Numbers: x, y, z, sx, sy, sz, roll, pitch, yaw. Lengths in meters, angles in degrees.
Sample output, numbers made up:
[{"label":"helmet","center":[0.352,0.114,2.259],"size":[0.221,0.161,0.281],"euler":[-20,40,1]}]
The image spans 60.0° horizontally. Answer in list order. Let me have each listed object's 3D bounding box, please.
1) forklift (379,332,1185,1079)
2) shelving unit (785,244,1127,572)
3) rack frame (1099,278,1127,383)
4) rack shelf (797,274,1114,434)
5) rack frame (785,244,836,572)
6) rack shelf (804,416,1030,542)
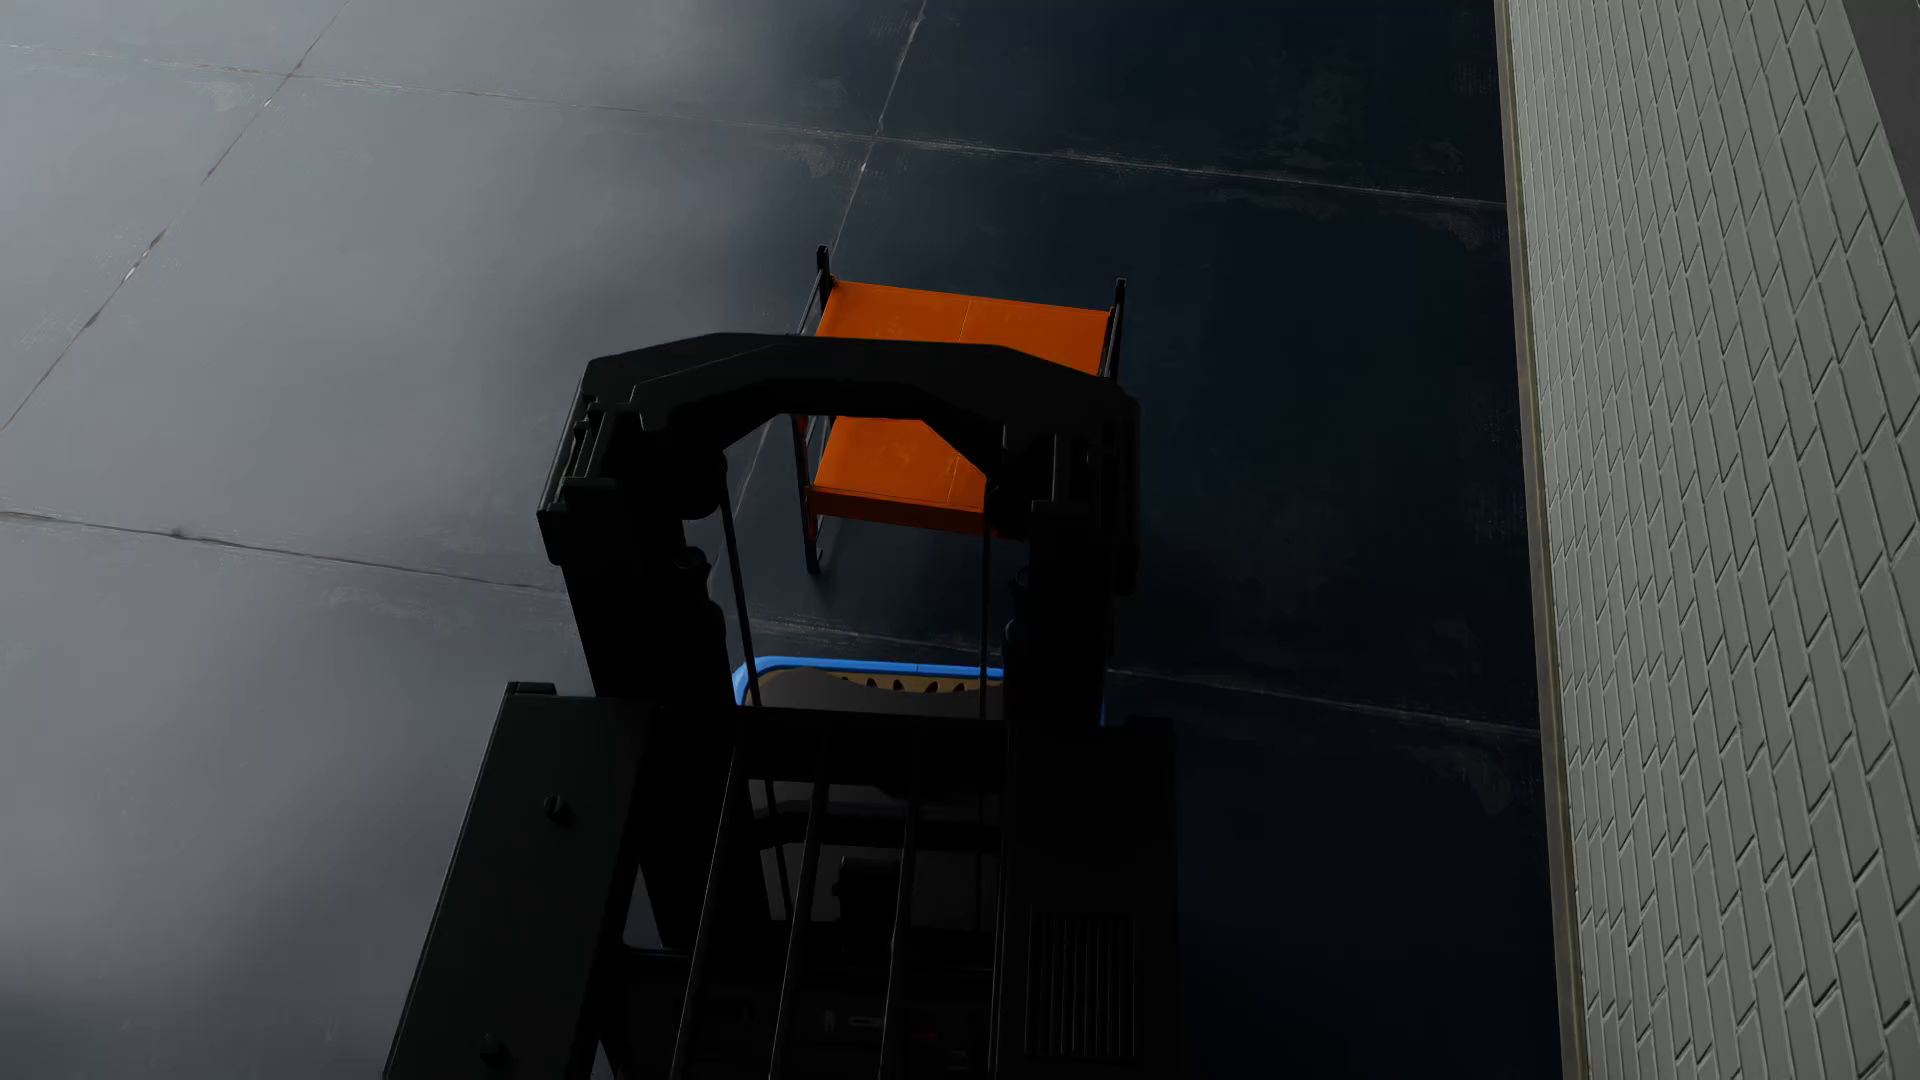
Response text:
[{"label":"forklift","center":[-0.218,1.169,3.229],"size":[1.130,2.935,3.031],"euler":[3,48,3]},{"label":"shelving unit","center":[-0.007,-0.377,5.832],"size":[1.048,1.125,0.538],"euler":[8,49,7]},{"label":"rack frame","center":[0.494,-0.310,5.772],"size":[0.032,1.125,0.500],"euler":[8,49,7]},{"label":"rack shelf","center":[-0.007,-0.572,5.615],"size":[1.000,0.278,0.538],"euler":[8,49,7]},{"label":"rack frame","center":[-0.507,-0.444,5.893],"size":[0.032,1.125,0.500],"euler":[8,49,7]},{"label":"rack shelf","center":[-0.007,-0.213,6.014],"size":[1.000,0.278,0.538],"euler":[8,49,7]}]
